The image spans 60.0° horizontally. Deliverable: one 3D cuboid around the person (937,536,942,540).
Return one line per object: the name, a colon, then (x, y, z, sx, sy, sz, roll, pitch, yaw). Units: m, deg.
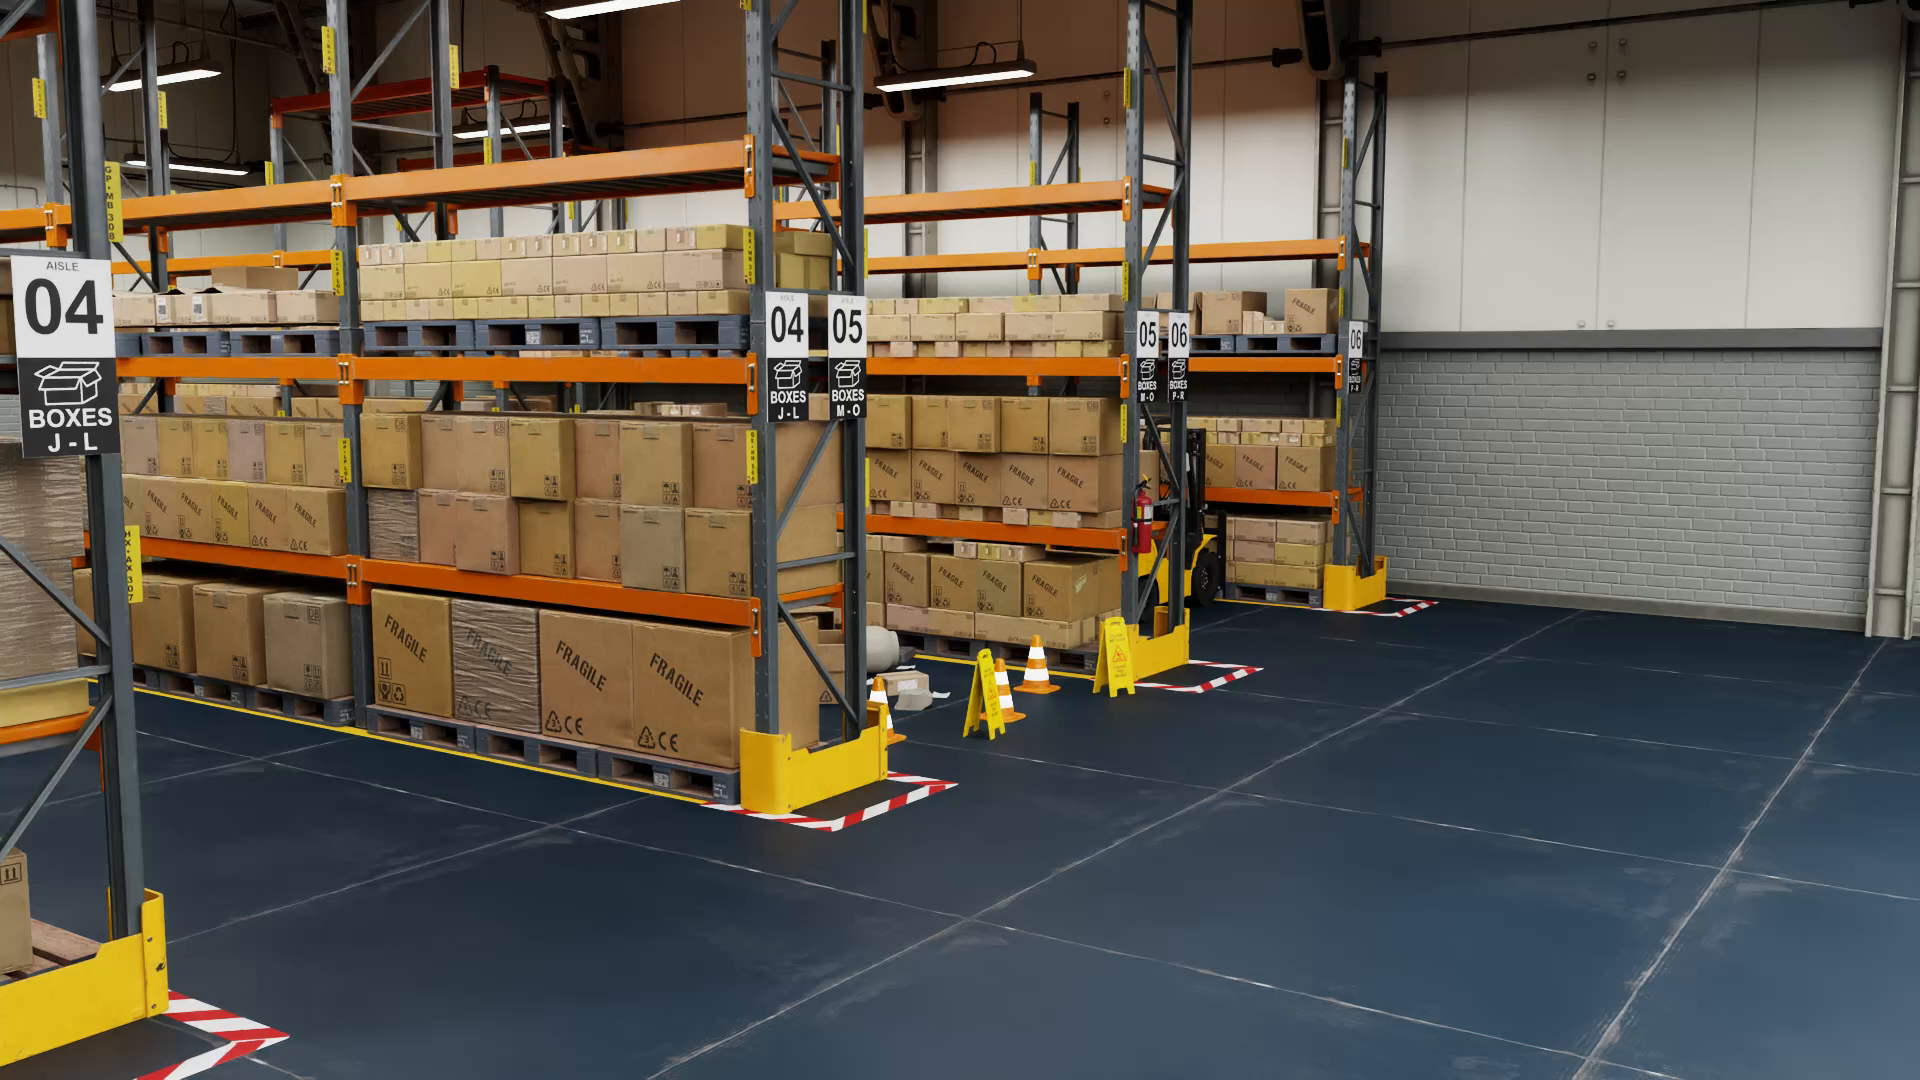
person: (-0.503, -0.479, 18.691, 0.442, 1.065, 0.583, 6, 9, 43)
